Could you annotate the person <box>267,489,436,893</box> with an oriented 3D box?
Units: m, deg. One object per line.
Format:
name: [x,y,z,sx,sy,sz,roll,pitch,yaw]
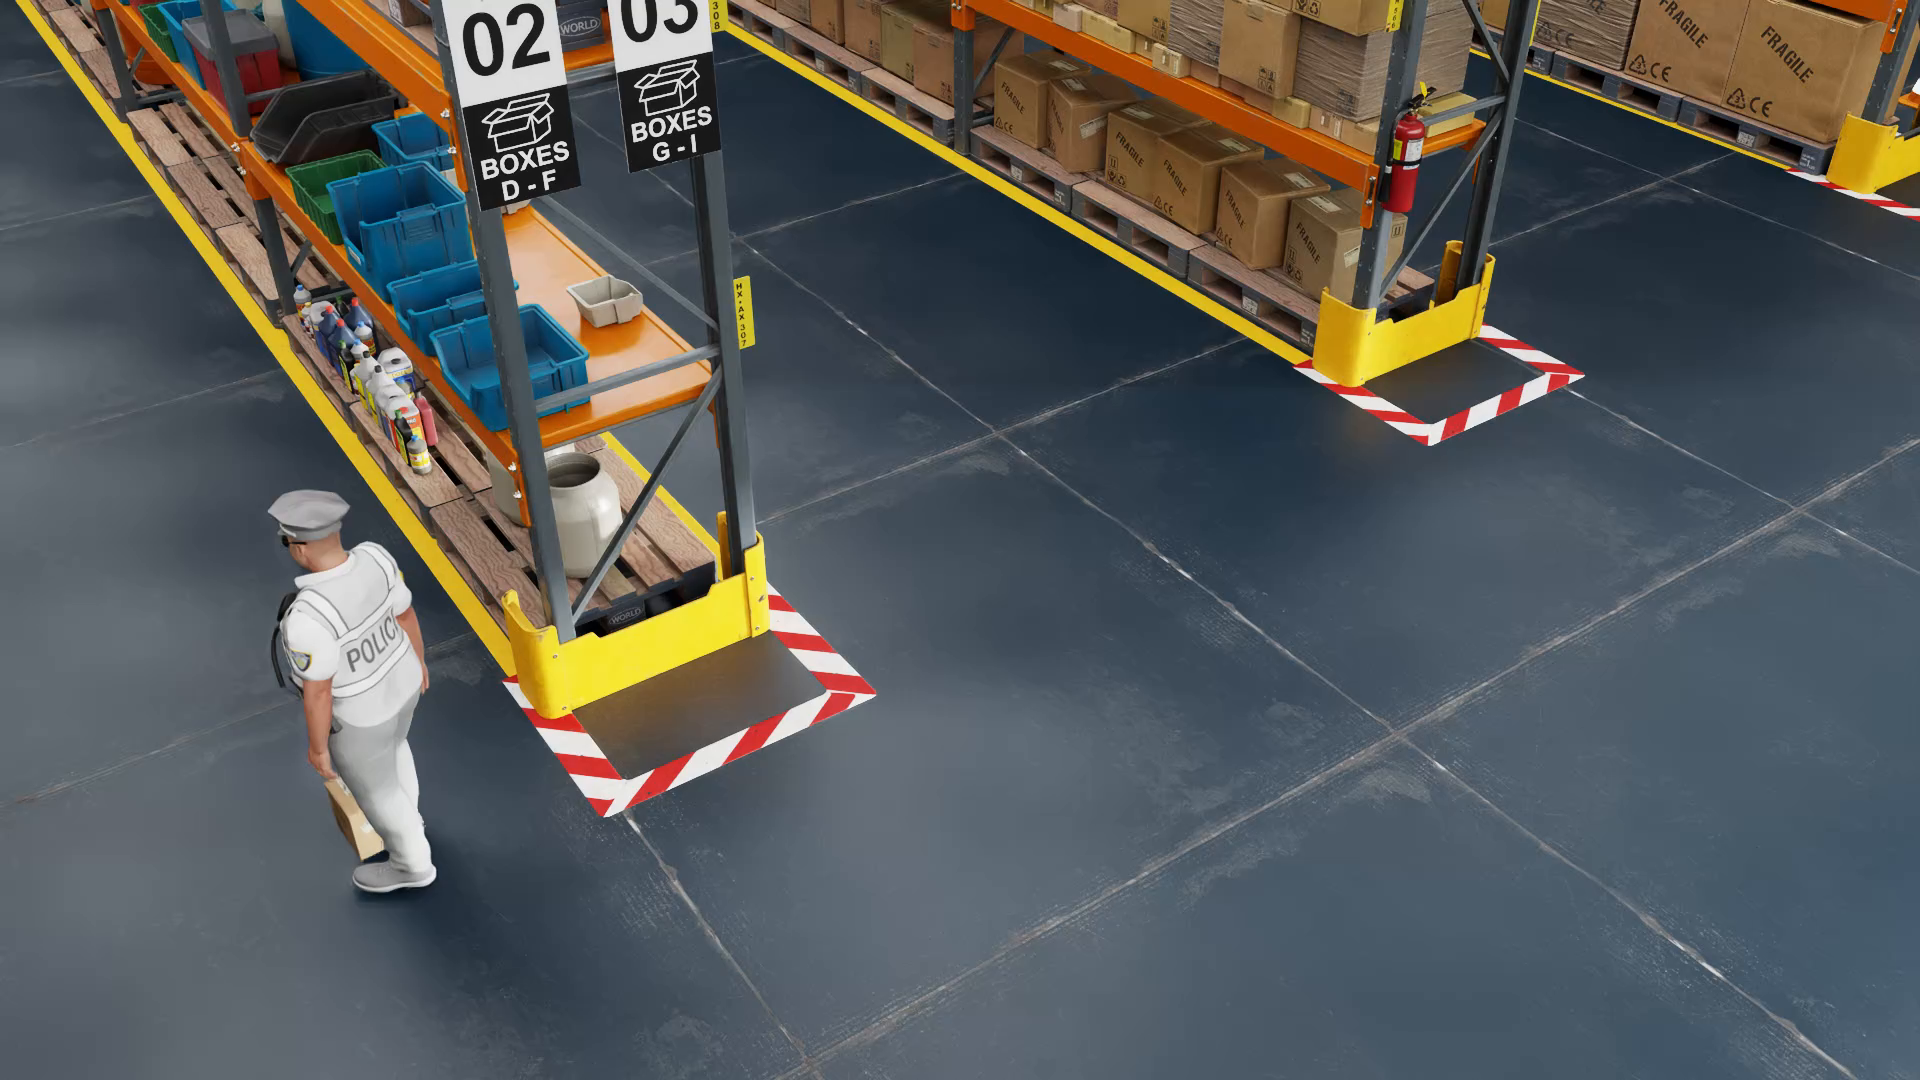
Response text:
person: [-2.297,0.587,6.189,0.562,1.760,0.593,10,37,13]
